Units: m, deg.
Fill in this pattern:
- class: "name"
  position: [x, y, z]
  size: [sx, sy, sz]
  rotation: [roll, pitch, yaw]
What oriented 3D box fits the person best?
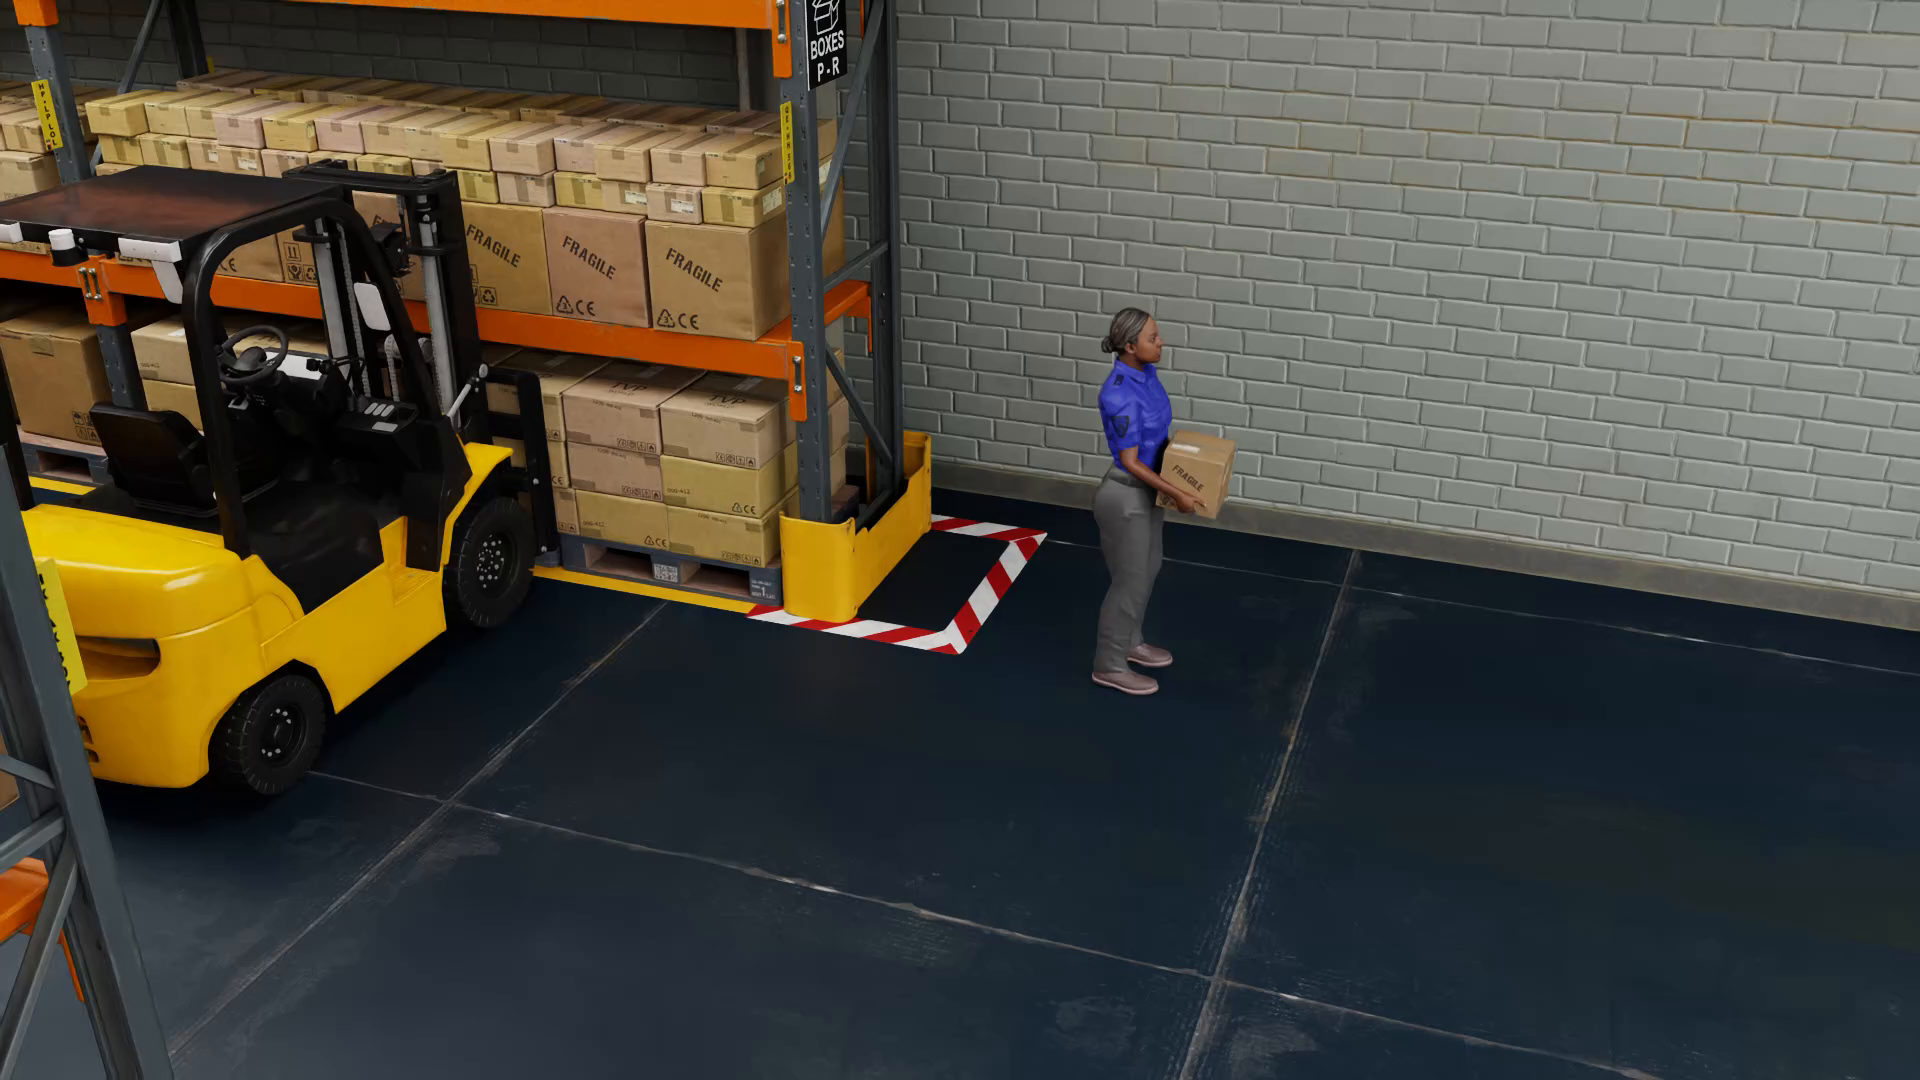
- class: "person"
  position: [0.806, -0.156, 6.941]
  size: [0.500, 1.653, 0.460]
  rotation: [9, 27, 17]
